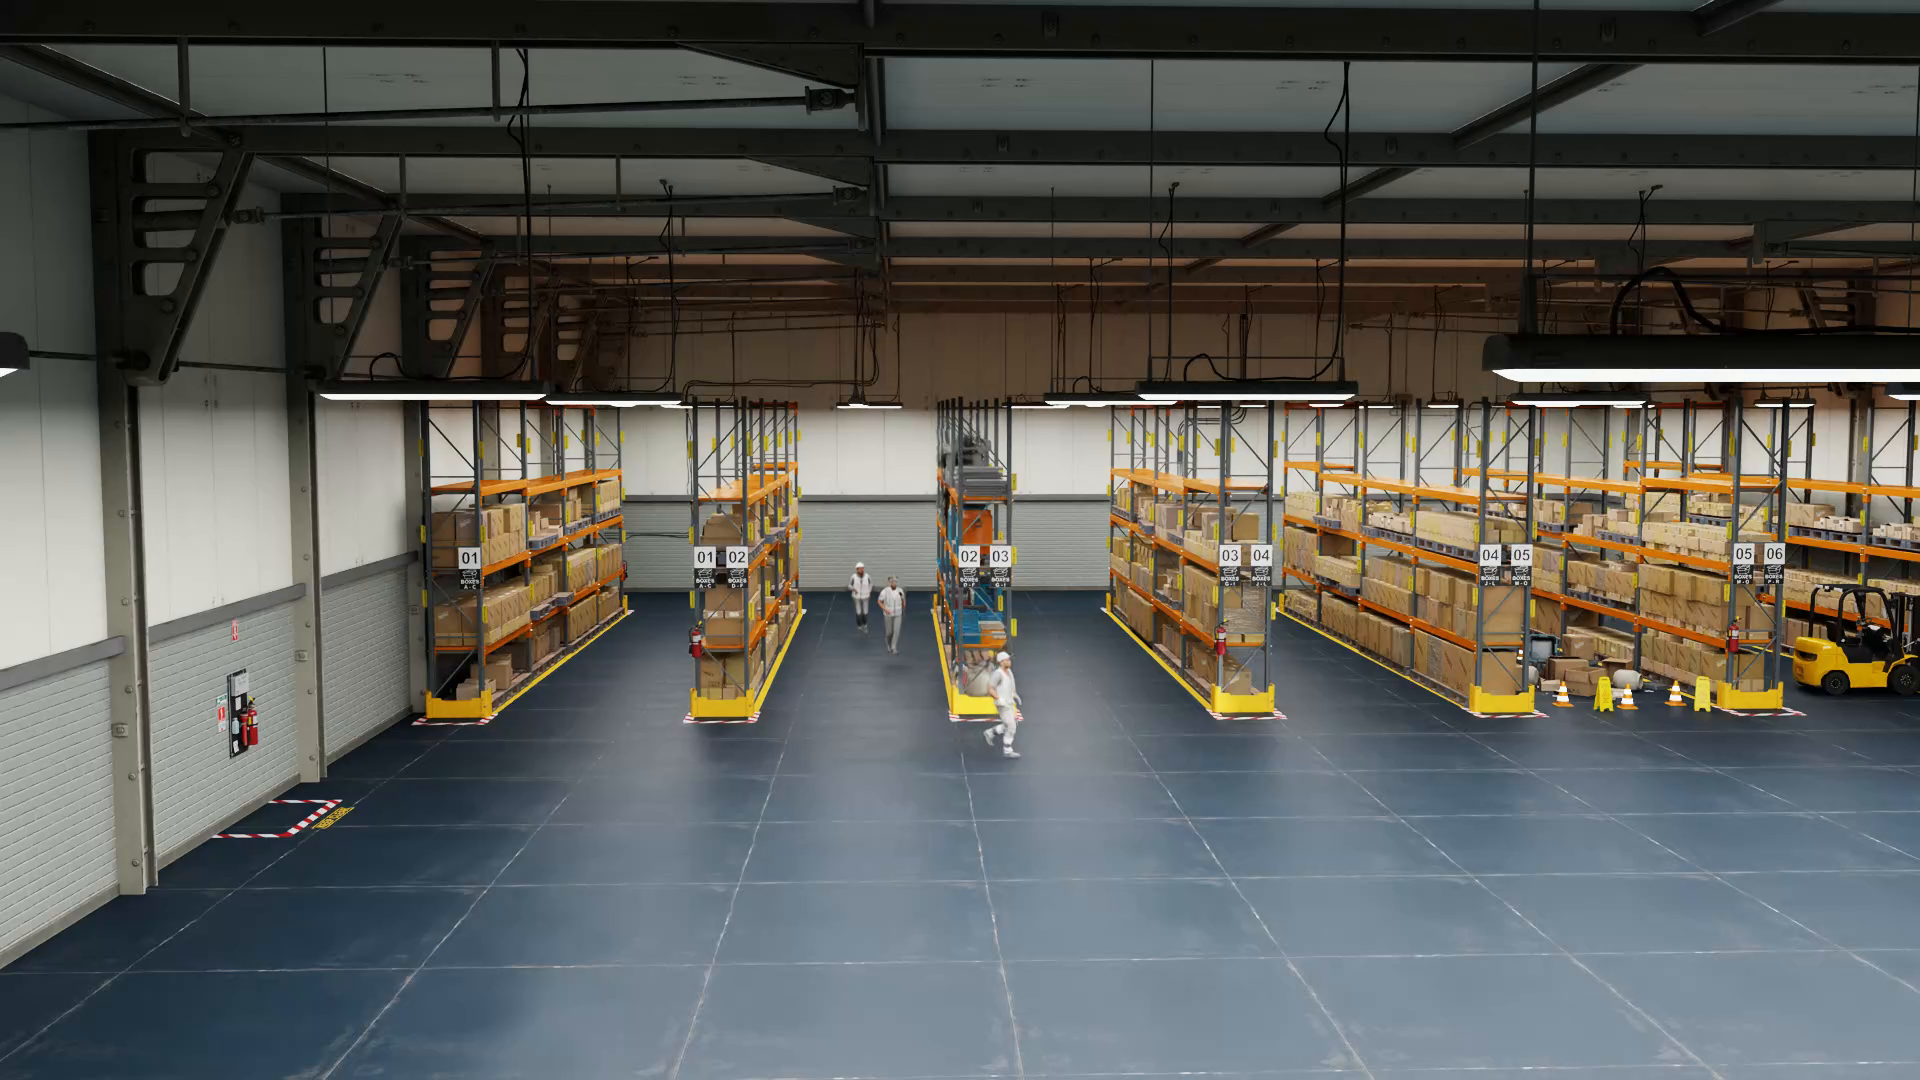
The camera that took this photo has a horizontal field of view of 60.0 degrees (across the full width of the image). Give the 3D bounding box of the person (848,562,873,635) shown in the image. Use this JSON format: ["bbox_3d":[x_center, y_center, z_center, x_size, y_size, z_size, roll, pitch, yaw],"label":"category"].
[{"bbox_3d":[-2.465,1.459,41.287,0.640,1.811,0.662,-1,4,-7],"label":"person"}]

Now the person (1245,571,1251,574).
[{"bbox_3d":[7.977,1.198,47.621,0.747,1.712,0.668,2,5,26],"label":"person"}]

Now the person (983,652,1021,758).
[{"bbox_3d":[0.676,2.719,27.566,0.724,1.747,0.698,2,5,28],"label":"person"}]

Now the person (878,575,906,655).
[{"bbox_3d":[-1.516,1.680,37.495,0.660,1.780,0.662,-1,5,-14],"label":"person"}]
